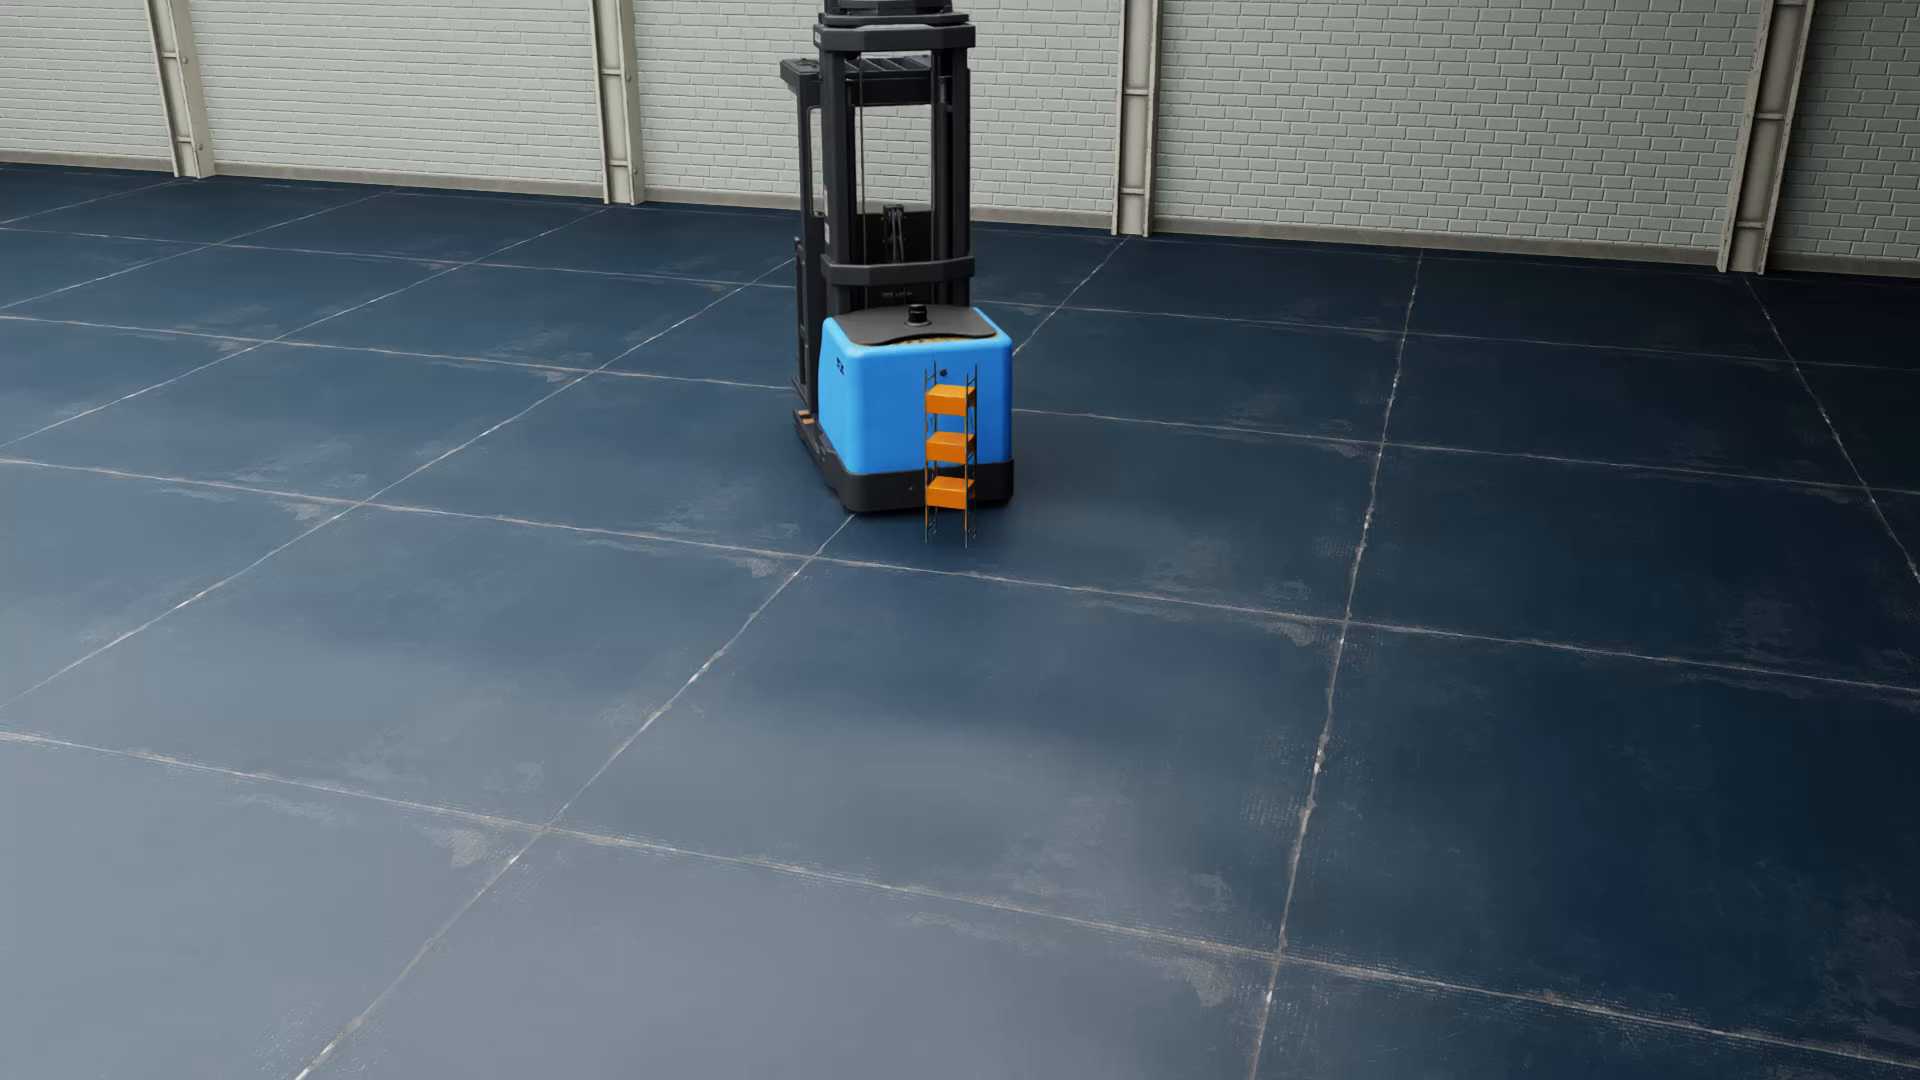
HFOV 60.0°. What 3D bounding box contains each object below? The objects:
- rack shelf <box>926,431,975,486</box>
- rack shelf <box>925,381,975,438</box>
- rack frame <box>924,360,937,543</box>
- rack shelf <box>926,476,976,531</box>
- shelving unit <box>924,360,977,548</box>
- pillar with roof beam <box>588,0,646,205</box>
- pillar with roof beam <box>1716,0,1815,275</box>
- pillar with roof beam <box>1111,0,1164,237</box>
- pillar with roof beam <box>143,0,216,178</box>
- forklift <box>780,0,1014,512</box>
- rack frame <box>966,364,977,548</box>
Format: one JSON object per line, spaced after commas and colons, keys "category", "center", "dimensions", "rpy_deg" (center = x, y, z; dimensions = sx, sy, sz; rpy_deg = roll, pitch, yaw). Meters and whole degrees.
{"category": "rack shelf", "center": [-0.051, -0.482, 9.589], "dimensions": [0.240, 0.259, 0.215], "rpy_deg": [7, 23, 15]}
{"category": "rack shelf", "center": [-0.051, -0.744, 9.481], "dimensions": [0.240, 0.259, 0.215], "rpy_deg": [7, 23, 15]}
{"category": "rack frame", "center": [-0.168, -0.505, 9.618], "dimensions": [0.008, 1.050, 0.200], "rpy_deg": [7, 23, 16]}
{"category": "rack shelf", "center": [-0.051, -0.225, 9.695], "dimensions": [0.240, 0.259, 0.215], "rpy_deg": [7, 23, 15]}
{"category": "shelving unit", "center": [-0.051, -0.492, 9.585], "dimensions": [0.252, 1.050, 0.215], "rpy_deg": [7, 23, 16]}
{"category": "pillar with roof beam", "center": [-5.143, -6.544, 13.866], "dimensions": [0.400, 9.000, 9.100], "rpy_deg": [7, 23, 16]}
{"category": "pillar with roof beam", "center": [6.346, -5.228, 10.659], "dimensions": [0.400, 9.000, 9.100], "rpy_deg": [7, 23, 16]}
{"category": "pillar with roof beam", "center": [0.601, -5.886, 12.262], "dimensions": [0.400, 9.000, 9.100], "rpy_deg": [7, 23, 16]}
{"category": "pillar with roof beam", "center": [-10.887, -7.202, 15.469], "dimensions": [0.400, 9.000, 9.100], "rpy_deg": [7, 23, 16]}
{"category": "forklift", "center": [-0.537, -2.053, 10.914], "dimensions": [1.130, 2.935, 3.031], "rpy_deg": [-6, 23, -14]}
{"category": "rack frame", "center": [0.066, -0.478, 9.552], "dimensions": [0.008, 1.050, 0.200], "rpy_deg": [7, 23, 16]}
